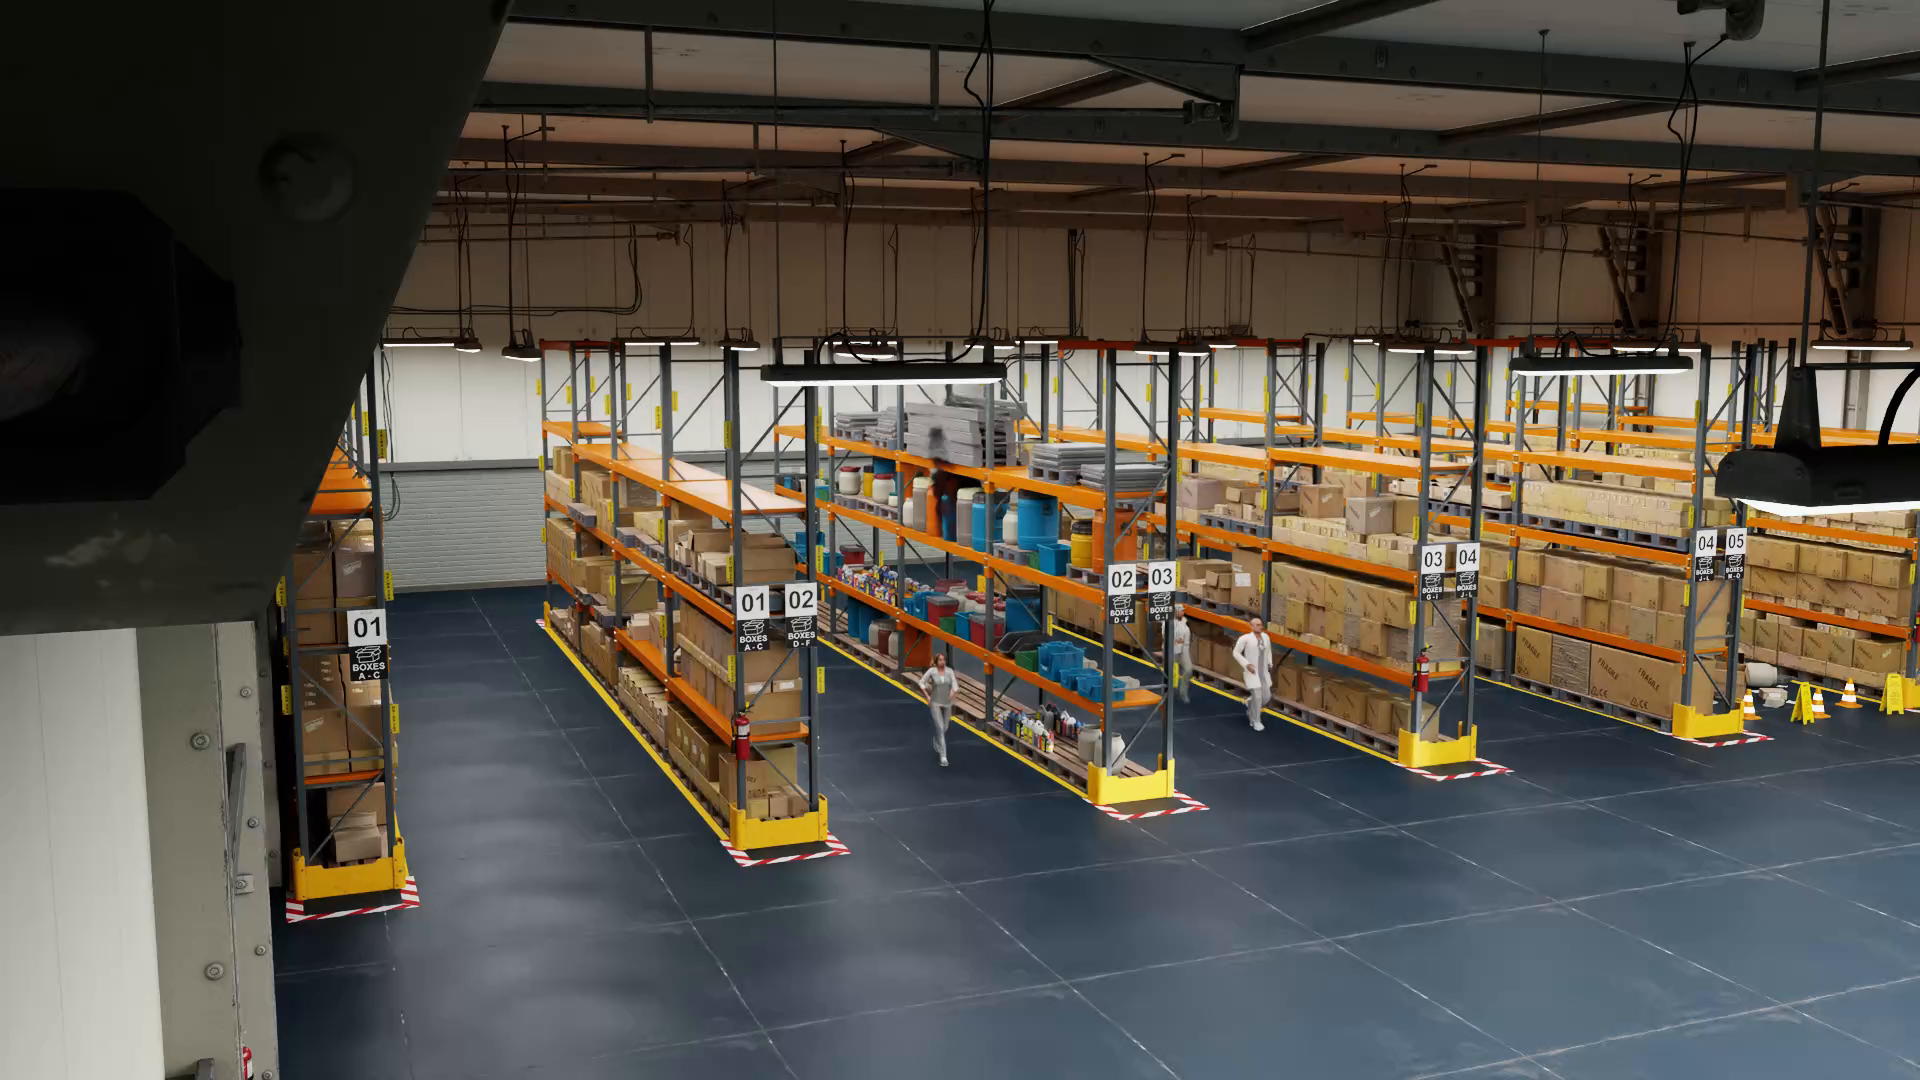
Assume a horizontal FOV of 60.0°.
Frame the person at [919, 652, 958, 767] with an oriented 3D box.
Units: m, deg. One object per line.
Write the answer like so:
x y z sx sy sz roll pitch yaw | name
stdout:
-0.291 2.408 24.114 0.541 1.605 0.791 -2 8 -18 | person

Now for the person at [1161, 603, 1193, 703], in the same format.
3.634 1.909 27.898 0.592 1.718 0.725 -3 8 -24 | person

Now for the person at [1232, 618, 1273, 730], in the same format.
4.595 2.080 26.115 0.721 1.746 0.639 -3 8 -24 | person
